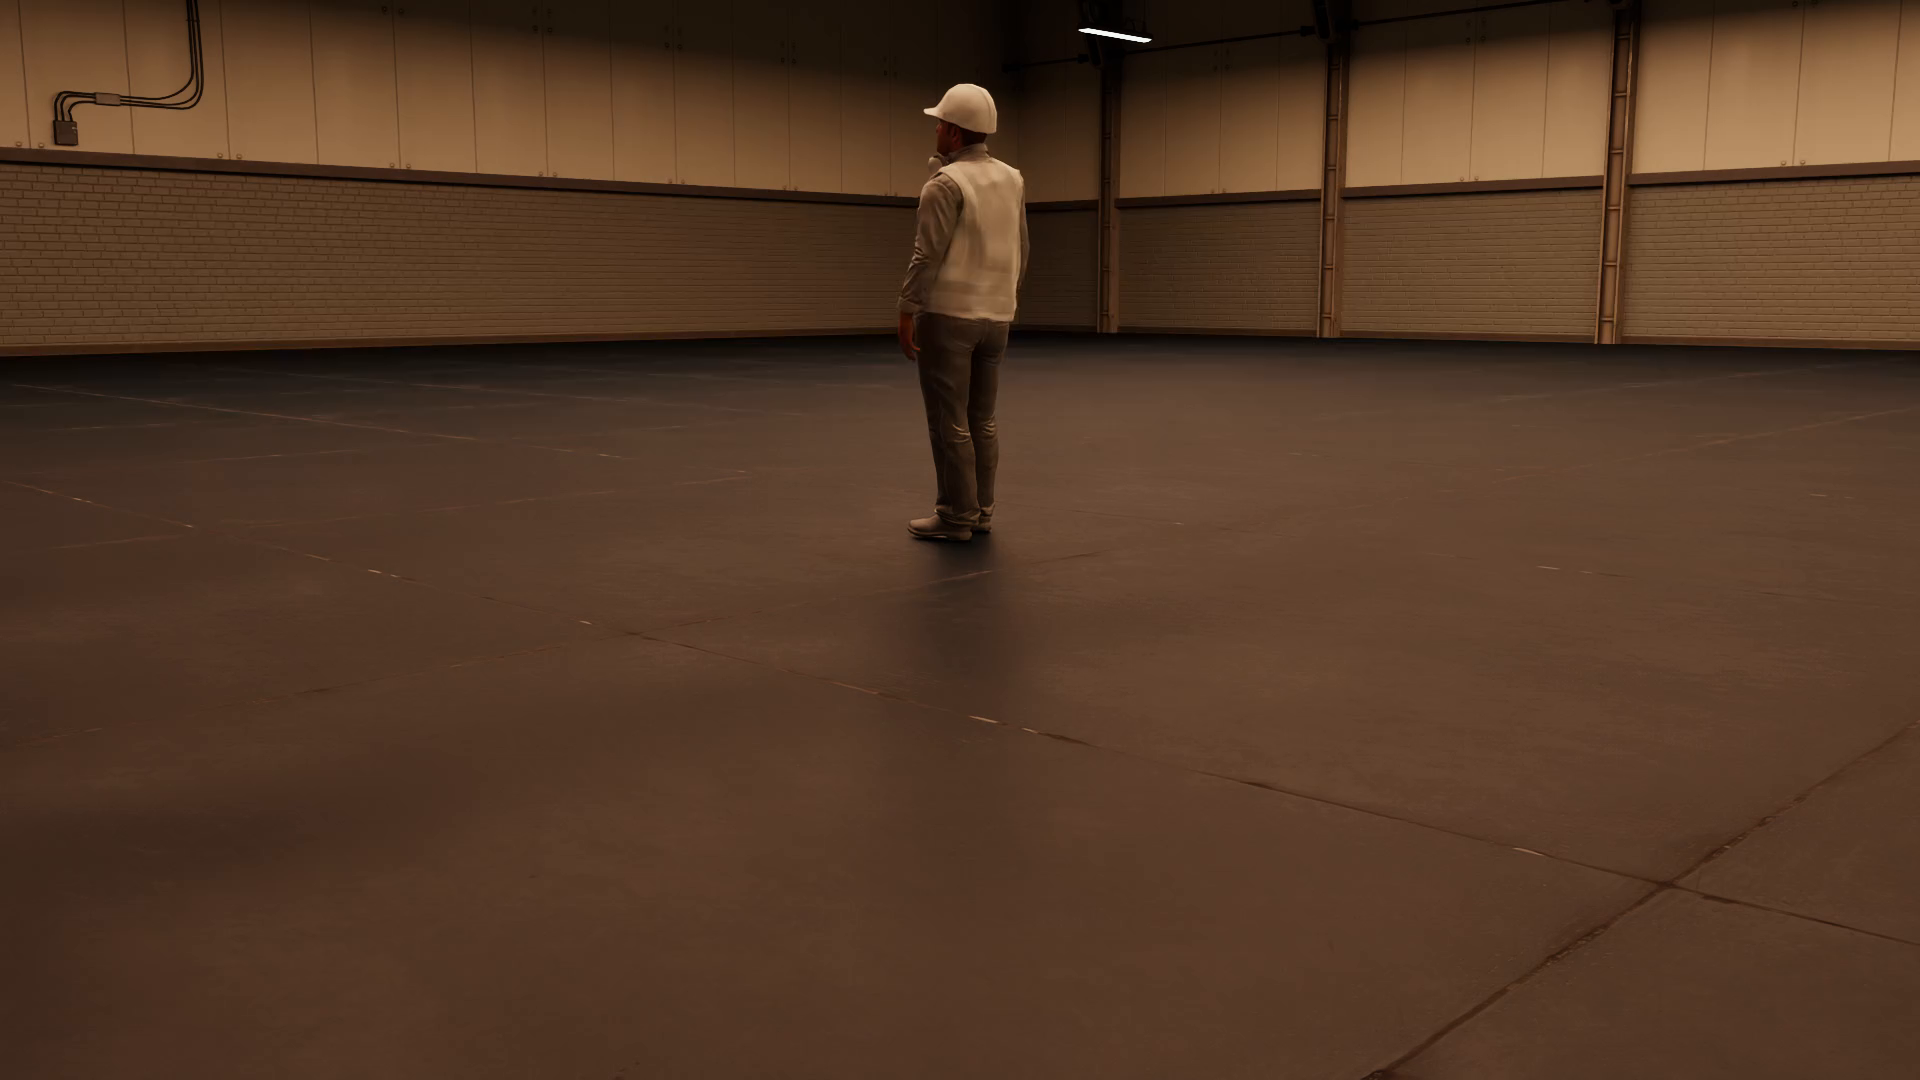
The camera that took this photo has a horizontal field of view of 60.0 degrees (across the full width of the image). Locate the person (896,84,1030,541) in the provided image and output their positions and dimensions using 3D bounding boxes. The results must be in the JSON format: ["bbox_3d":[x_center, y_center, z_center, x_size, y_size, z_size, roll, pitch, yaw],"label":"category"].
[{"bbox_3d":[-0.040,-0.892,6.632,0.566,1.775,0.634,8,12,43],"label":"person"}]
